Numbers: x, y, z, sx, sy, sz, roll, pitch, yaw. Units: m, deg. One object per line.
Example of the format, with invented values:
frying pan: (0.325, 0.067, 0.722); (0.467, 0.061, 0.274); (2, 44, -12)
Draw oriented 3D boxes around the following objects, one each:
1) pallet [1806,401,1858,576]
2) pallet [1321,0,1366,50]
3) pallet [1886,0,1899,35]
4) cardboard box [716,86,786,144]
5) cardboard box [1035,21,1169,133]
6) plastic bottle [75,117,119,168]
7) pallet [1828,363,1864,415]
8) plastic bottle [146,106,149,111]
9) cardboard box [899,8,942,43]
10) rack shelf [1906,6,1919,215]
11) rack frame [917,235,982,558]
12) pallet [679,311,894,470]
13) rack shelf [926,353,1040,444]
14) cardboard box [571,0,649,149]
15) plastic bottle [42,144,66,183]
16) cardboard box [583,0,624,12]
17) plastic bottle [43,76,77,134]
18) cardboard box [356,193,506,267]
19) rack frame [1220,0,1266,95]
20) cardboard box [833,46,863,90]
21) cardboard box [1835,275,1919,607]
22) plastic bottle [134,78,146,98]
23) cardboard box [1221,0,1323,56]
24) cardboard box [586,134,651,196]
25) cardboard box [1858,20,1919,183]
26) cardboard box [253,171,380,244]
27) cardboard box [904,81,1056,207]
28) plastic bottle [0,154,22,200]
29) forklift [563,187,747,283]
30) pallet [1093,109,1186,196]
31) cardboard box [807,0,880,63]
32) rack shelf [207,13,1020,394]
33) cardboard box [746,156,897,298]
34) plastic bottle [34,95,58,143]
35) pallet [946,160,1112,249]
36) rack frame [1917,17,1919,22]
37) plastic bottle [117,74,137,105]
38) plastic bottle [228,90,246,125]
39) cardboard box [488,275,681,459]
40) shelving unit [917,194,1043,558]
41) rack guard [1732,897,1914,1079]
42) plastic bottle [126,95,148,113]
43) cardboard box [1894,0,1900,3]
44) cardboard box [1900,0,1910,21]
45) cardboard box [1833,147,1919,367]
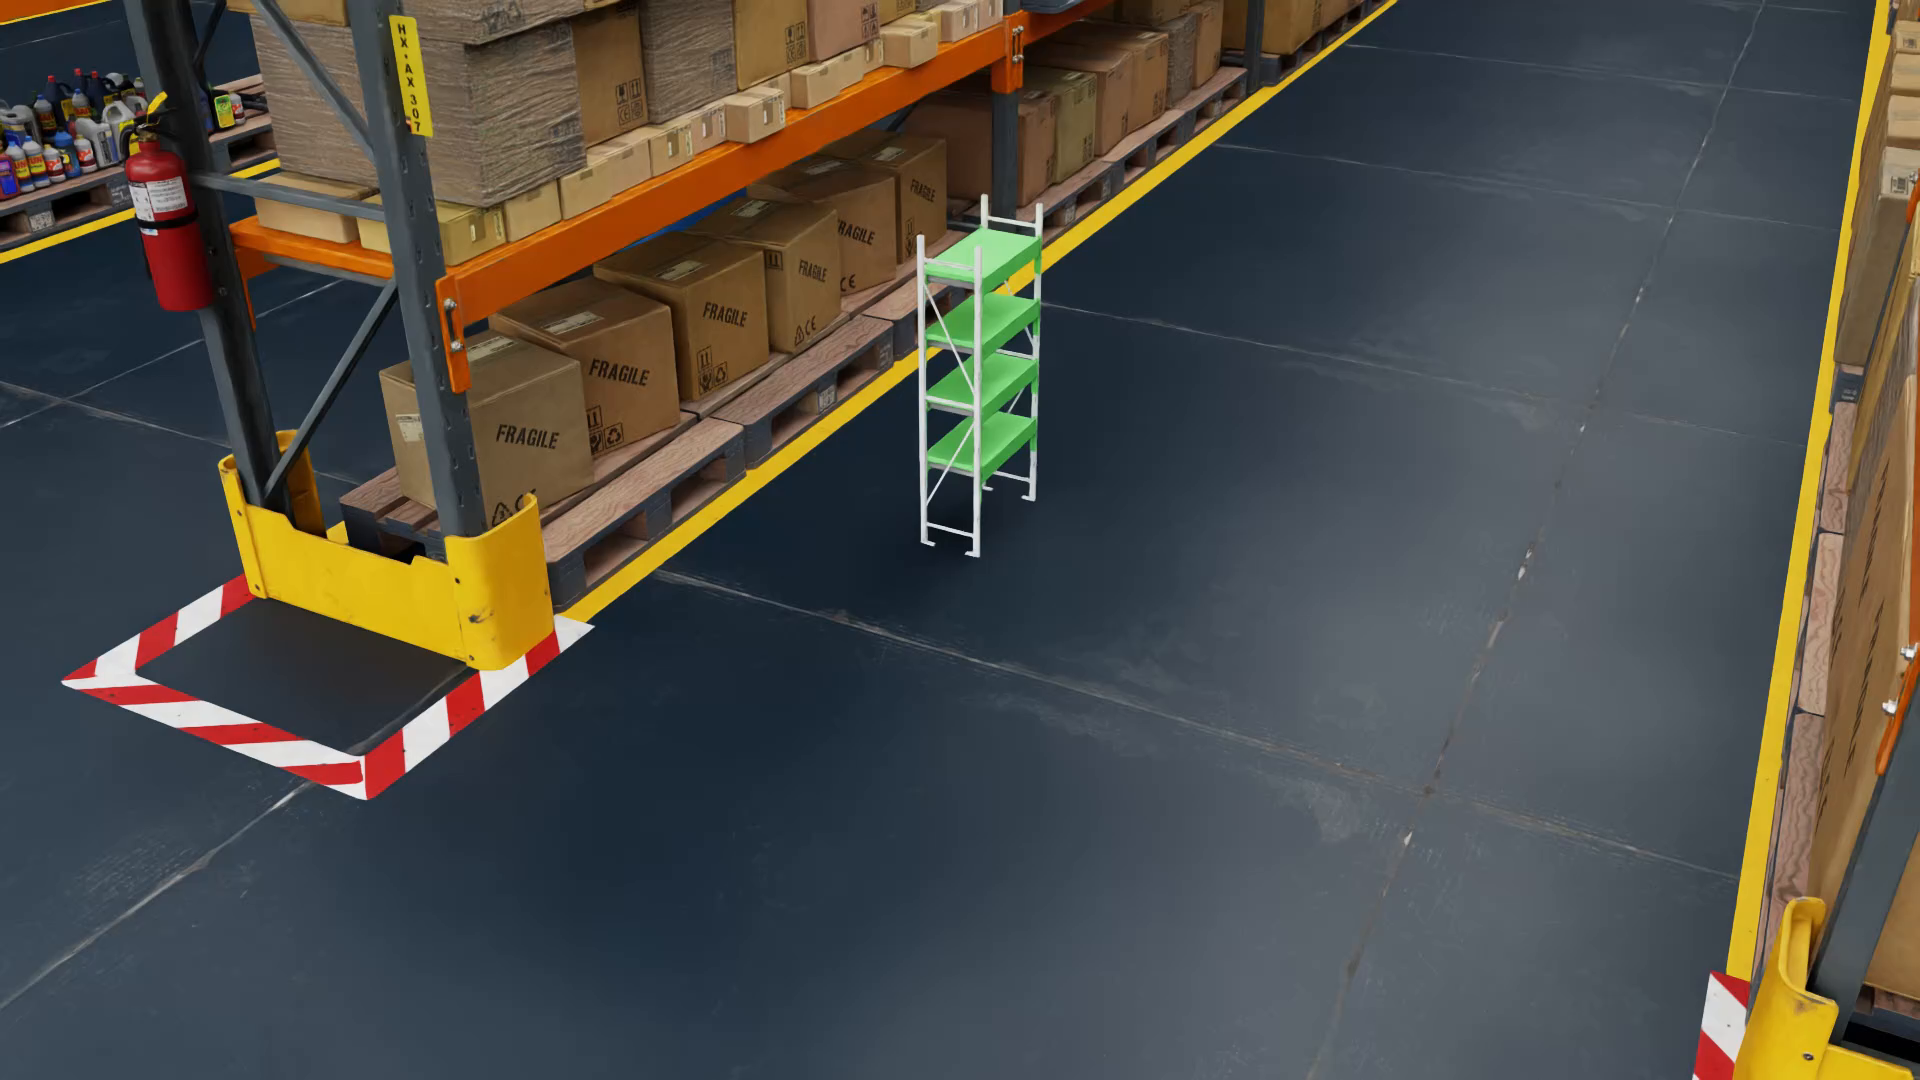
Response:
pallet: (3.772, -0.106, 6.222); (1.003, 0.211, 1.213); (14, 33, 23)
pallet: (2.624, -4.239, 13.421); (1.003, 0.211, 1.213); (14, 33, 23)
pallet: (8.107, -4.277, 13.486); (1.003, 0.211, 1.213); (14, 33, 23)
cardboard box: (-0.892, -1.637, 6.341); (0.380, 0.149, 0.250); (14, 33, 23)
cardboard box: (0.860, -2.881, 10.323); (0.700, 0.500, 0.500); (17, 34, 27)
plastic bottle: (-4.939, -2.287, 9.514); (0.152, 0.276, 0.135); (15, 33, 24)
pallet: (4.472, -0.784, 7.404); (1.003, 0.211, 1.213); (14, 33, 23)
plastic bottle: (-4.715, -2.534, 9.869); (0.144, 0.351, 0.185); (13, 32, 21)
cardboard box: (-0.307, -2.327, 7.543); (0.380, 0.149, 0.250); (14, 33, 23)
rack shelf: (5.099, -2.209, 7.807); (1.077, 0.370, 4.000); (14, 33, 23)
rack frame: (-0.036, -0.486, 5.891); (0.240, 1.200, 0.015); (14, 33, 23)
pallet: (-1.010, -0.746, 7.338); (1.003, 0.211, 1.213); (14, 33, 23)
rack shelf: (0.075, -0.538, 6.111); (0.258, 0.148, 0.480); (14, 33, 23)
cardboard box: (-1.608, -1.690, 5.781); (0.875, 0.500, 0.500); (14, 33, 23)
plastic bottle: (-5.063, -2.105, 9.272); (0.097, 0.201, 0.097); (0, 30, 0)
cardboard box: (-1.276, -2.039, 5.385); (0.500, 0.500, 0.500); (14, 33, 23)
plastic bottle: (-5.414, -2.623, 10.023); (0.144, 0.351, 0.185); (13, 32, 21)
cardboard box: (-1.662, -0.994, 5.222); (0.380, 0.149, 0.250); (14, 33, 23)
rack frame: (1.641, -4.577, 11.209); (1.000, 3.000, 0.127); (14, 33, 23)
cardboard box: (-0.631, -1.990, 6.956); (0.380, 0.149, 0.250); (14, 33, 23)
cardboard box: (3.432, -0.232, 5.353); (0.875, 0.875, 0.875); (15, 33, 24)
plastic bottle: (-5.172, -2.818, 10.514); (0.097, 0.201, 0.097); (0, 30, 0)
cardboard box: (1.974, -4.139, 12.158); (1.225, 0.875, 0.875); (13, 32, 21)
cardboard box: (-1.308, -1.324, 5.795); (0.380, 0.149, 0.250); (14, 33, 23)
cardboard box: (5.653, -2.364, 9.193); (1.050, 0.750, 0.750); (14, 33, 23)
cardboard box: (-2.057, -1.095, 5.397); (0.380, 0.149, 0.250); (14, 33, 23)
cardboard box: (0.117, -2.178, 9.100); (0.700, 0.500, 0.500); (12, 32, 20)
plastic bottle: (-5.190, -1.997, 9.001); (0.061, 0.283, 0.133); (15, 33, 24)
forklift: (-2.076, -3.124, 8.747); (1.130, 2.935, 3.031); (-16, 33, -25)
pallet: (0.727, -2.483, 10.362); (1.003, 0.211, 1.213); (14, 33, 23)
cardboard box: (-0.839, -2.333, 6.901); (0.875, 0.500, 0.500); (14, 33, 23)
rack shelf: (-1.092, -1.606, 6.756); (1.077, 0.370, 4.000); (14, 33, 23)
cardboard box: (-0.653, -1.478, 7.901); (0.500, 0.500, 0.500); (-26, 39, -37)
plastic bottle: (-5.447, -2.514, 9.914); (0.097, 0.271, 0.097); (0, 30, 0)
pallet: (0.172, -1.940, 9.417); (1.003, 0.211, 1.213); (14, 33, 23)
rack frame: (6.010, -3.407, 9.172); (1.000, 3.000, 0.127); (14, 33, 23)
plastic bottle: (-5.154, -2.725, 10.270); (0.061, 0.283, 0.133); (14, 33, 23)
plastic bottle: (-4.478, -2.674, 10.262); (0.097, 0.201, 0.097); (0, 30, 0)
cardboard box: (-1.462, -0.675, 6.502); (0.500, 0.500, 0.500); (24, 38, 36)
shelving unit: (0.075, -0.594, 6.079); (0.258, 1.200, 0.503); (14, 33, 23)
rack guard: (2.355, 1.234, 3.600); (1.175, 0.500, 0.348); (14, 33, 23)
plastic bottle: (-4.858, -2.524, 9.926); (0.152, 0.276, 0.135); (14, 33, 23)
cardboard box: (7.708, -4.378, 13.302); (0.380, 0.149, 0.250); (15, 33, 24)
cardboard box: (6.544, -3.324, 11.115); (0.500, 0.500, 0.500); (13, 32, 21)
cardboard box: (4.391, -1.136, 7.054); (1.050, 0.750, 0.750); (14, 33, 23)
